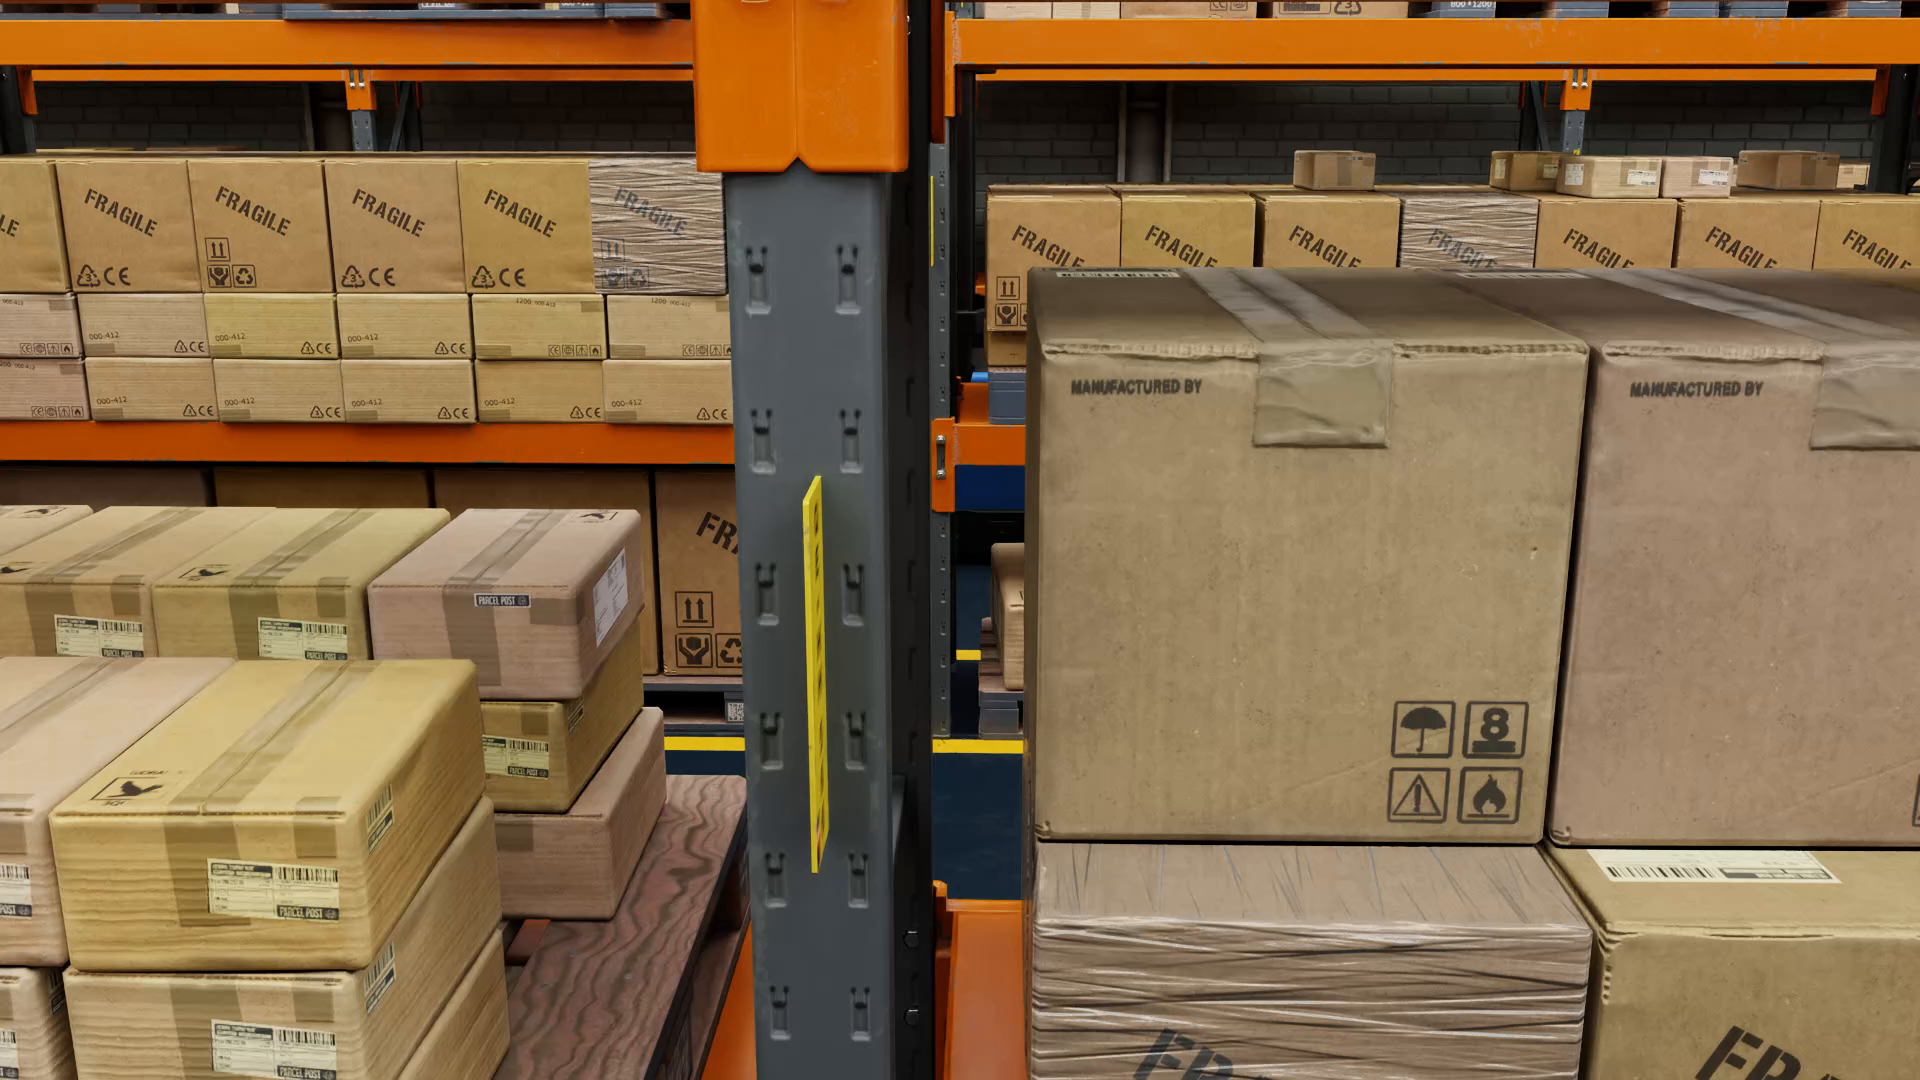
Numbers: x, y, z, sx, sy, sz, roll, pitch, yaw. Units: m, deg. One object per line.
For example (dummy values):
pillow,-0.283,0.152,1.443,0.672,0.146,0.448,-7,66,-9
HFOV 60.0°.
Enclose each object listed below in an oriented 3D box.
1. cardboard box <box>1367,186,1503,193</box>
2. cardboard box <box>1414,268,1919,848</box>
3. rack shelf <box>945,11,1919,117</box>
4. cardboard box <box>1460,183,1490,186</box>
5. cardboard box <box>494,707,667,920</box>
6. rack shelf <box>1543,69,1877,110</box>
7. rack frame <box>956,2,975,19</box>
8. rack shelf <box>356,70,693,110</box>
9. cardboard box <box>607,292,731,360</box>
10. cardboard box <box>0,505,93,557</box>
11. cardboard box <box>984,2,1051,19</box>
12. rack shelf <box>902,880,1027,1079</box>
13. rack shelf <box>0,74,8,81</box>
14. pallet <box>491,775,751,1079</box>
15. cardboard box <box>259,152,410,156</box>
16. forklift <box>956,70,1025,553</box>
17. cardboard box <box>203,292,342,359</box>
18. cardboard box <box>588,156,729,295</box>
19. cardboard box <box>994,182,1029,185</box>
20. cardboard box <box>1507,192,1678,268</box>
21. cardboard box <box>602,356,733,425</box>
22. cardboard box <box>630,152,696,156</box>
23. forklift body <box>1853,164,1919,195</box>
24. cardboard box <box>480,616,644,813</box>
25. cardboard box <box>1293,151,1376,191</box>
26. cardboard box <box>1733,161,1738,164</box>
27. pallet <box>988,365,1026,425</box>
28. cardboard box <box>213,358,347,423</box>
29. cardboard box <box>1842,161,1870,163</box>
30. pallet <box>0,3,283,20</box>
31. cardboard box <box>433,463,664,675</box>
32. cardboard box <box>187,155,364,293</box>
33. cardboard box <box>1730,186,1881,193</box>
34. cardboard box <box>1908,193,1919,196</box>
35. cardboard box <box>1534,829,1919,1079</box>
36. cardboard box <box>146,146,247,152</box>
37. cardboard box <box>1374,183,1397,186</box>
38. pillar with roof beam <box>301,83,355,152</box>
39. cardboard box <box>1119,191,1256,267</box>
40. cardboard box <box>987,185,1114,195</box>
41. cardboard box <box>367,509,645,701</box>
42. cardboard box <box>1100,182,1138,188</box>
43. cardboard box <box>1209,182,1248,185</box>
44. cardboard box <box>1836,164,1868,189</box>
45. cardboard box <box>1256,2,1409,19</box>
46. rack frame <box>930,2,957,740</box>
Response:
cardboard box,1.937,-1.222,6.988,0.500,0.500,0.500,0,15,-1
cardboard box,0.837,-0.026,1.904,0.500,0.500,0.700,0,15,1
rack shelf,1.908,-1.855,6.523,4.000,0.370,1.077,0,15,1
cardboard box,3.684,-2.425,11.683,0.250,0.149,0.380,0,15,0
cardboard box,-0.559,0.361,2.260,0.250,0.149,0.380,0,15,1
rack shelf,6.029,-3.095,11.222,4.000,0.370,1.077,0,15,1
rack frame,0.031,-4.933,10.896,0.127,3.000,1.000,0,15,1
rack shelf,-1.968,-3.147,11.420,4.000,0.370,1.077,0,15,1
cardboard box,-1.095,-0.876,6.594,0.500,0.250,0.500,0,15,0
cardboard box,-1.353,0.070,2.199,0.250,0.149,0.380,0,15,-1
cardboard box,0.219,-2.049,6.340,0.250,0.149,0.380,0,15,1
rack shelf,1.882,0.858,2.118,4.000,0.370,1.077,0,15,1
rack shelf,-6.090,-1.908,6.720,4.000,0.370,1.077,0,15,1
pallet,-0.832,0.612,2.015,1.003,0.211,1.213,0,15,1
cardboard box,-2.614,-1.375,7.016,0.500,0.500,0.500,1,15,3
forklift,-0.630,-1.422,9.485,3.031,2.935,1.130,0,15,2
cardboard box,-2.632,-0.880,6.610,0.500,0.250,0.500,1,15,2
cardboard box,-1.128,-1.236,6.487,0.500,0.500,0.500,1,15,2
cardboard box,0.362,-2.443,11.753,0.250,0.149,0.380,1,15,3
cardboard box,2.428,-1.087,6.479,0.500,0.500,0.500,1,15,3
cardboard box,-1.115,-0.630,6.641,0.500,0.250,0.500,1,15,2
cardboard box,-1.075,-1.364,6.974,0.500,0.500,0.500,0,15,2
forklift body,6.086,-1.116,9.855,1.214,2.155,2.313,0,15,1
cardboard box,-0.595,0.217,2.222,0.250,0.149,0.380,1,15,4
cardboard box,1.551,-1.536,6.908,0.250,0.149,0.380,0,15,-1
cardboard box,5.382,-2.584,11.702,0.250,0.149,0.380,0,15,1
pallet,0.623,-0.696,6.973,1.003,0.211,1.213,0,15,1
cardboard box,-2.628,-0.639,6.676,0.500,0.250,0.500,0,15,1
cardboard box,6.402,-2.578,11.681,0.250,0.149,0.380,0,15,0
pallet,-3.173,-2.156,6.629,1.217,0.209,0.805,0,15,-1
cardboard box,-1.672,0.026,7.204,0.875,0.875,0.875,1,15,2
cardboard box,-2.647,-1.247,6.532,0.500,0.500,0.500,0,15,0
cardboard box,3.446,-1.211,6.949,0.500,0.500,0.500,1,15,3
cardboard box,6.392,-2.275,11.114,0.250,0.149,0.380,0,15,2
cardboard box,0.833,0.523,1.781,0.500,0.500,0.500,0,15,1
cardboard box,-5.449,-2.569,11.939,0.500,0.500,0.500,0,15,0
cardboard box,2.912,-2.438,11.733,0.250,0.149,0.380,0,15,1
pillar with roof beam,-4.750,-4.095,7.722,0.400,9.000,9.100,0,15,1
cardboard box,0.873,-1.098,6.518,0.500,0.500,0.500,1,15,4
cardboard box,0.370,-1.229,7.016,0.500,0.500,0.500,0,15,0
cardboard box,-0.579,0.075,2.177,0.250,0.149,0.380,0,15,2
cardboard box,1.131,-2.469,11.851,0.250,0.149,0.380,0,15,0
cardboard box,1.897,-2.438,11.734,0.250,0.149,0.380,1,15,3
cardboard box,5.881,-2.449,11.190,0.250,0.149,0.380,0,15,2
cardboard box,1.434,-2.264,6.457,0.637,0.503,0.797,0,15,1
rack frame,-0.092,-0.766,6.863,0.127,3.000,1.000,0,15,1
